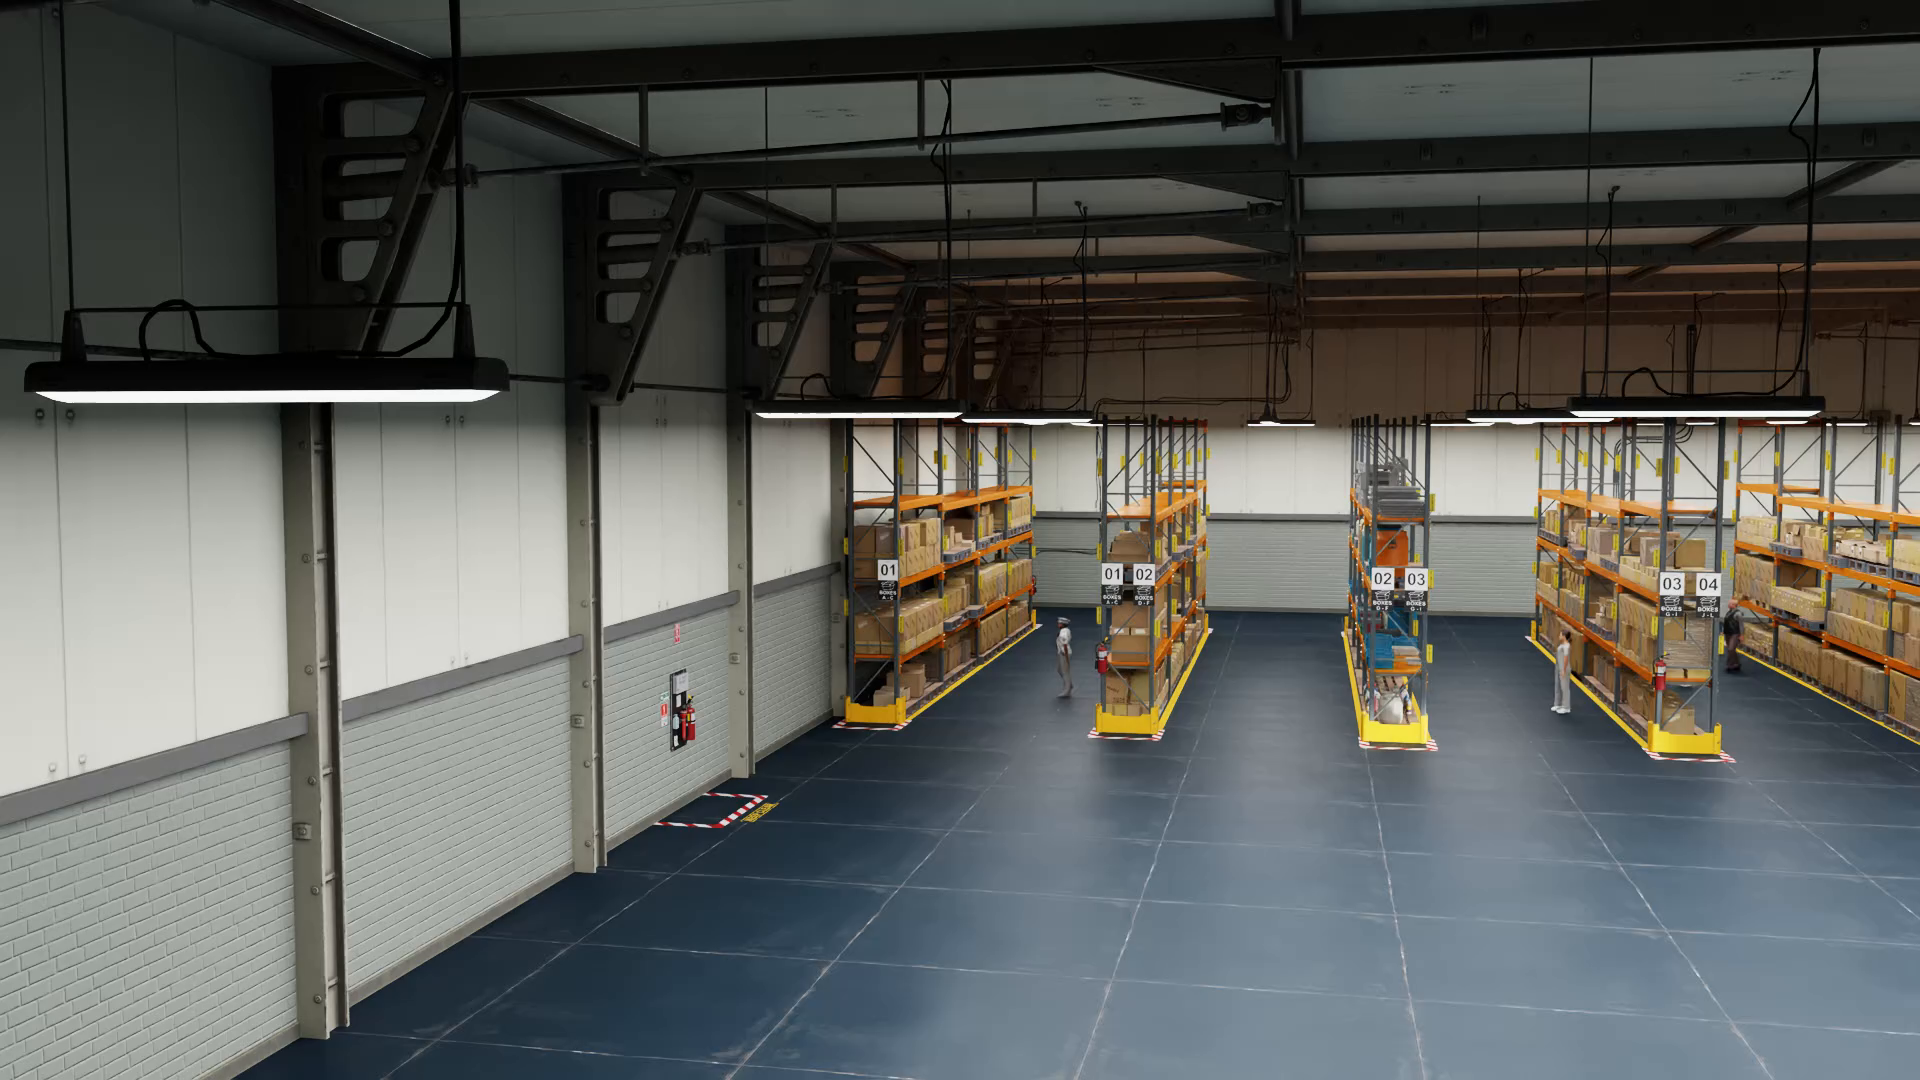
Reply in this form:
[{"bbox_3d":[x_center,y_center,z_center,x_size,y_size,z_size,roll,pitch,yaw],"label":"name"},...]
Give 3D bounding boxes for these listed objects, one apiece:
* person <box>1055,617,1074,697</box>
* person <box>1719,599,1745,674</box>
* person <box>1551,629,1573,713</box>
[{"bbox_3d":[2.249,2.507,35.687,0.390,1.696,0.549,1,4,9],"label":"person"},{"bbox_3d":[18.153,2.266,39.142,0.760,1.737,0.602,-2,4,-24],"label":"person"},{"bbox_3d":[12.184,2.640,33.627,0.364,1.677,0.477,0,4,-5],"label":"person"}]
